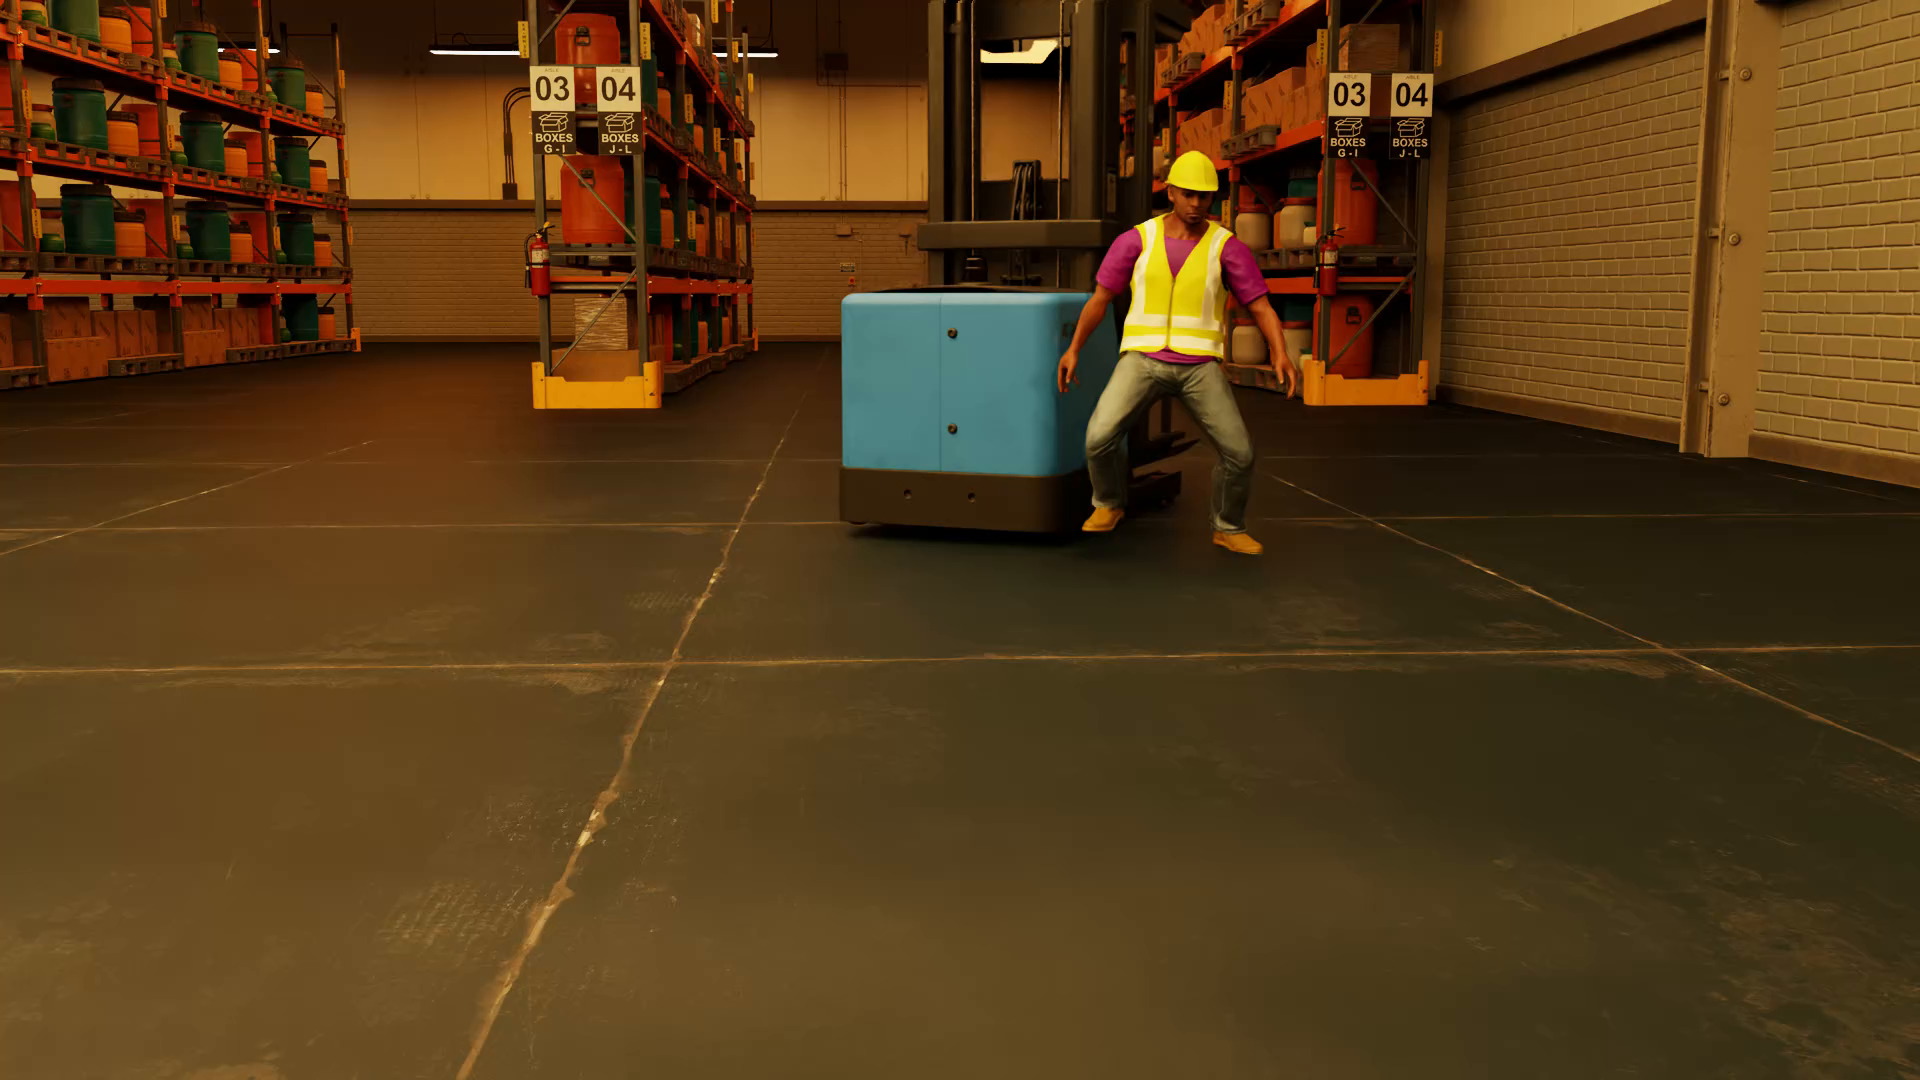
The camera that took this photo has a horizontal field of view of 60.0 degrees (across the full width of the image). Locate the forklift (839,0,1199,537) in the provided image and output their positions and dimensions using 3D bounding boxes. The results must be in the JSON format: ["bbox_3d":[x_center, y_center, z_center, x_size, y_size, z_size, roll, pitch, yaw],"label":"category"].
[{"bbox_3d":[0.504,-1.639,8.367,1.130,2.935,3.031,4,9,23],"label":"forklift"}]

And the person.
[{"bbox_3d":[0.887,-0.752,6.829,0.987,1.660,0.601,2,9,13],"label":"person"}]
